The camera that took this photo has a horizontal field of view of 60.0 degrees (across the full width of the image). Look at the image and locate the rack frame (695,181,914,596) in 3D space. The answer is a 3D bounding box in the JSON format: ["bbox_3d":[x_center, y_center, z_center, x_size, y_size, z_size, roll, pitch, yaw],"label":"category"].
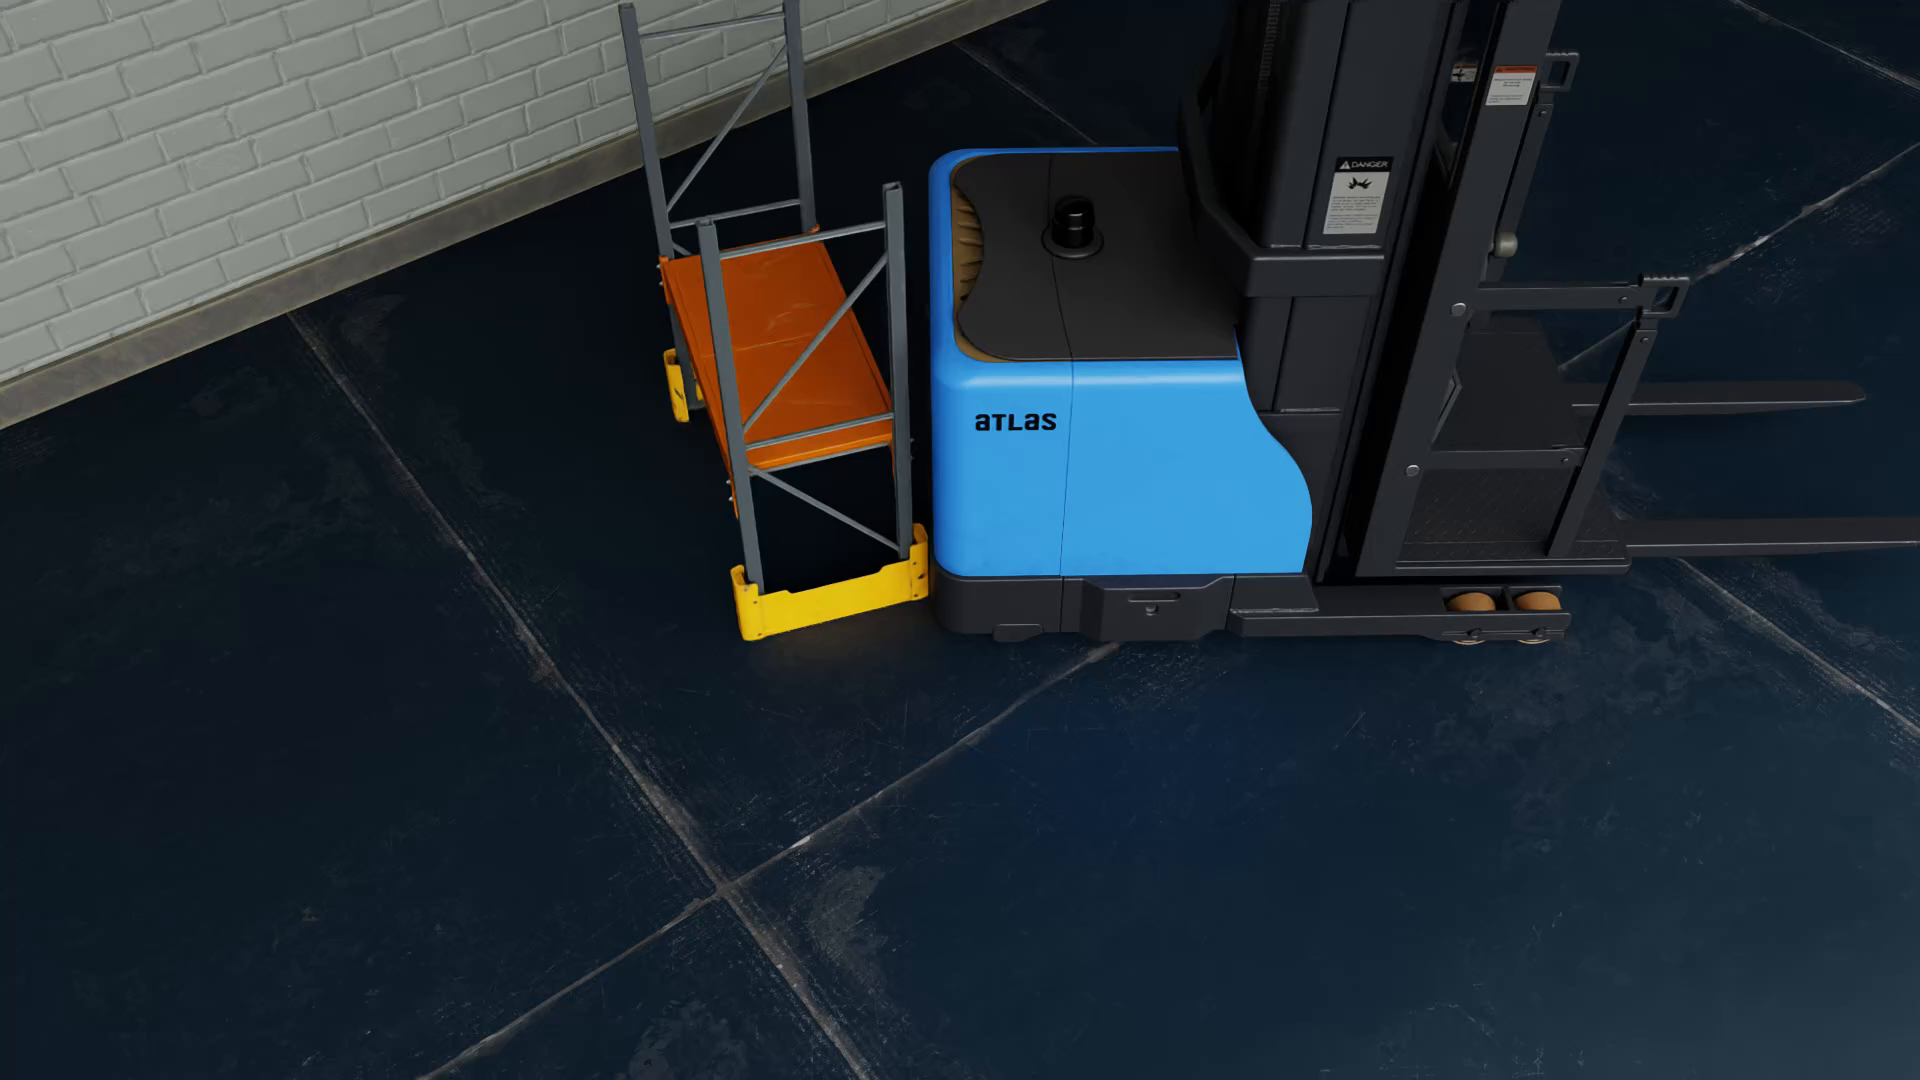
[{"bbox_3d":[-0.380,-0.294,4.504,0.500,1.500,0.032,-14,49,-12],"label":"rack frame"}]

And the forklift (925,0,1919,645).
[{"bbox_3d":[1.419,-1.067,4.239,3.031,2.935,1.130,-1,48,-1],"label":"forklift"}]

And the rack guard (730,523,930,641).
[{"bbox_3d":[-0.380,0.125,4.968,0.587,0.250,0.087,-14,49,-12],"label":"rack guard"}]

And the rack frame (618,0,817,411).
[{"bbox_3d":[-0.696,-1.010,5.153,0.500,1.500,0.032,-14,49,-12],"label":"rack frame"}]

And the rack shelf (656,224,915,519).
[{"bbox_3d":[-0.538,-0.531,4.962,0.538,0.185,1.000,-14,49,-12],"label":"rack shelf"}]

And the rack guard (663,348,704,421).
[{"bbox_3d":[-0.689,-0.576,5.604,0.587,0.250,0.087,-14,49,-12],"label":"rack guard"}]

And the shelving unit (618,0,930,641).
[{"bbox_3d":[-0.535,-0.645,4.823,0.587,1.500,1.083,-14,49,-12],"label":"shelving unit"}]
